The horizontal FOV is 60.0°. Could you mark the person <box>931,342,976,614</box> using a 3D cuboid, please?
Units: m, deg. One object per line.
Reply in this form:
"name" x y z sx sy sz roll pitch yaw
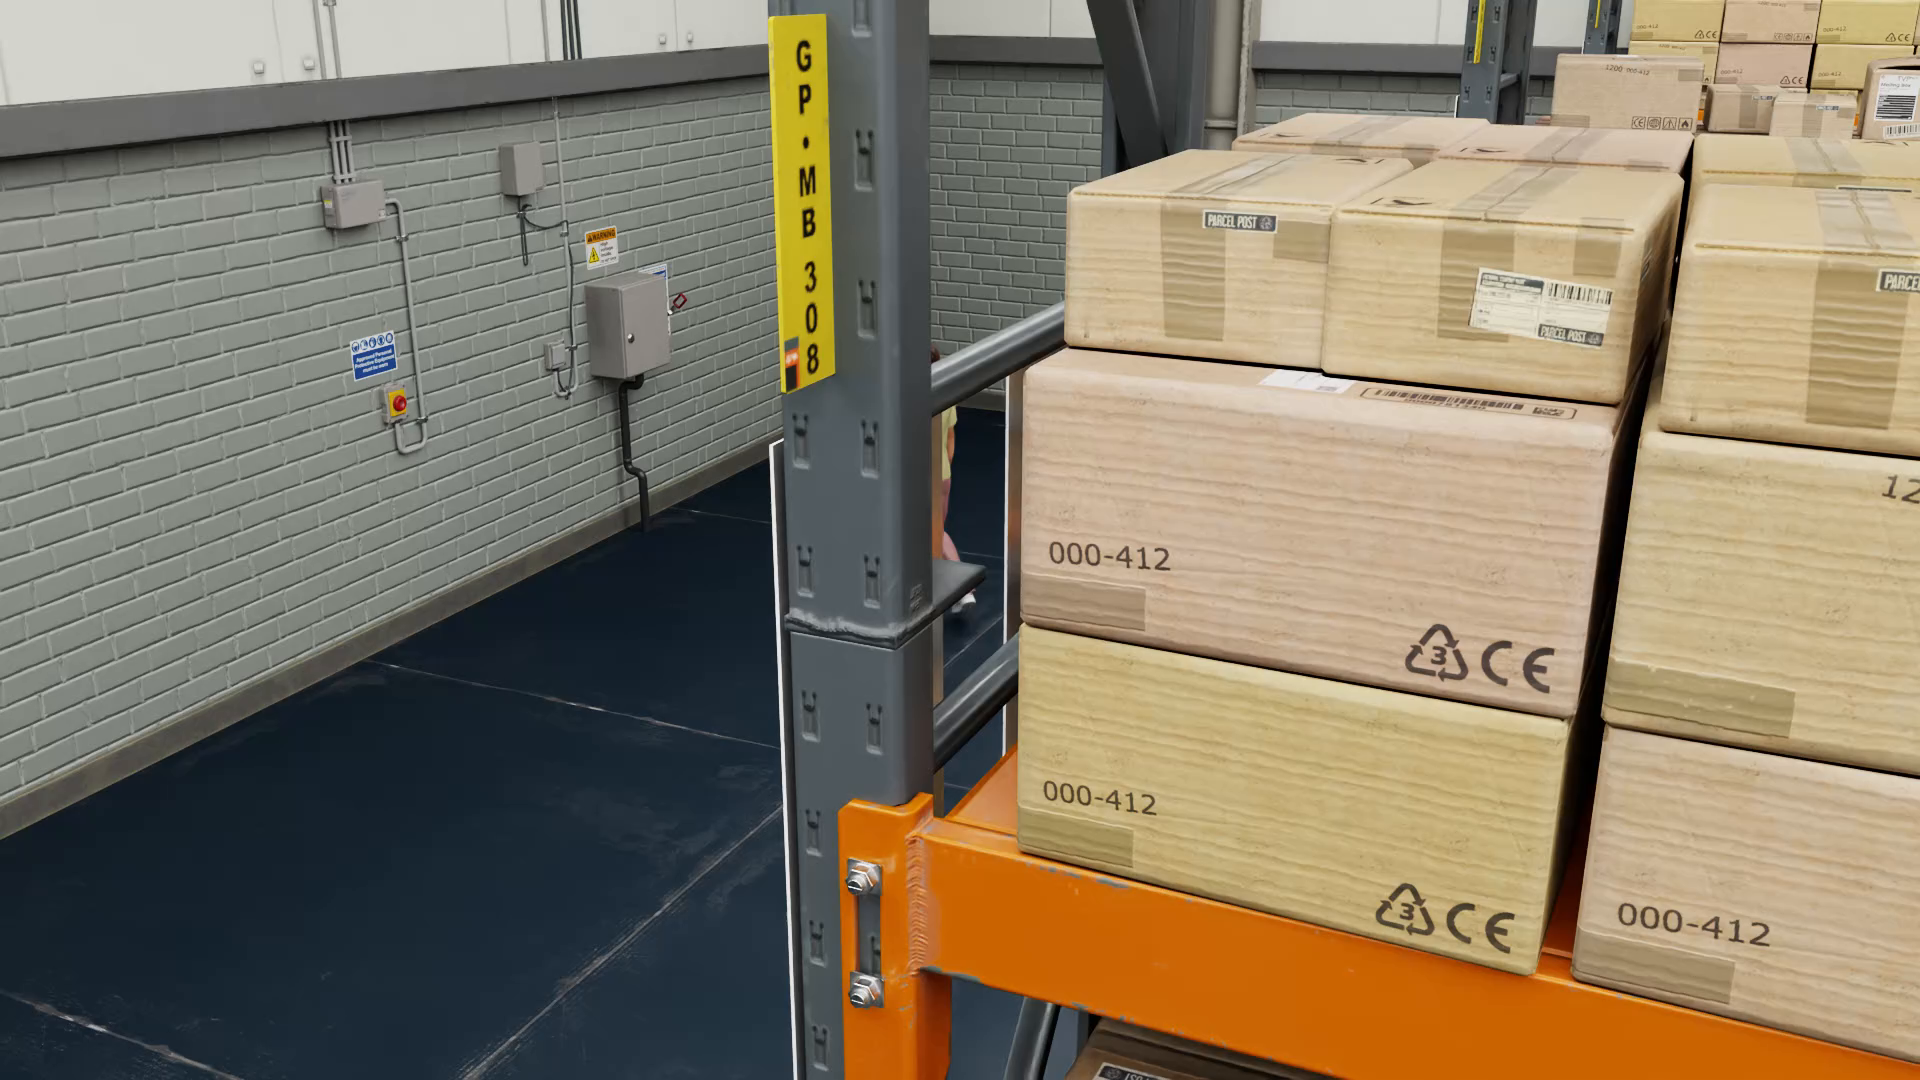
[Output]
"person" -0.185 -0.312 9.431 0.584 1.672 0.455 14 24 35
